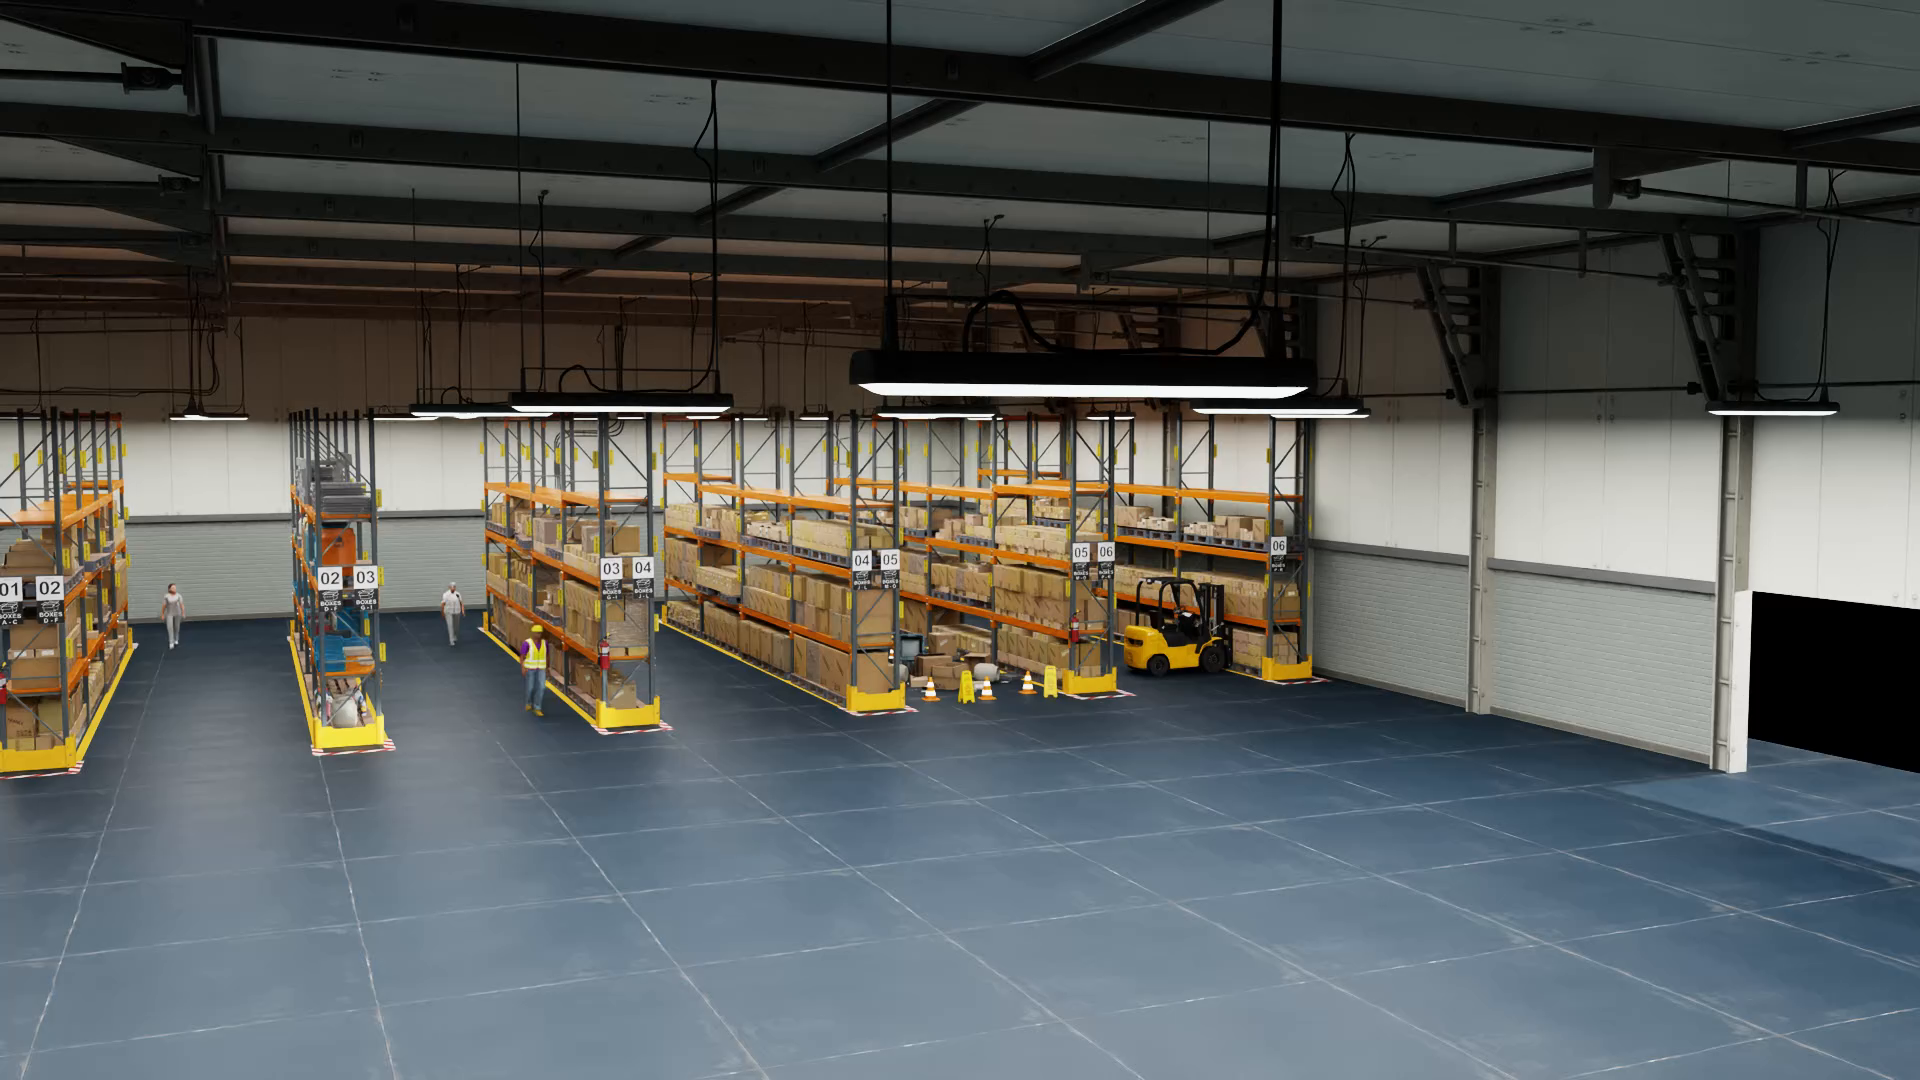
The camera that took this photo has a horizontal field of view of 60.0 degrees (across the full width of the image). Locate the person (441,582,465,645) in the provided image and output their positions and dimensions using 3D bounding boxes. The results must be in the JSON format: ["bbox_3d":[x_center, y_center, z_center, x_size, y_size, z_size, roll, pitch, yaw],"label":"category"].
[{"bbox_3d":[-13.144,1.885,43.105,0.566,1.605,1.034,-2,4,-26],"label":"person"}]

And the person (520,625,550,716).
[{"bbox_3d":[-8.381,2.573,32.851,0.662,1.784,0.697,-3,5,-36],"label":"person"}]

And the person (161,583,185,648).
[{"bbox_3d":[-20.125,1.911,42.524,0.552,1.601,1.029,-2,5,-28],"label":"person"}]
